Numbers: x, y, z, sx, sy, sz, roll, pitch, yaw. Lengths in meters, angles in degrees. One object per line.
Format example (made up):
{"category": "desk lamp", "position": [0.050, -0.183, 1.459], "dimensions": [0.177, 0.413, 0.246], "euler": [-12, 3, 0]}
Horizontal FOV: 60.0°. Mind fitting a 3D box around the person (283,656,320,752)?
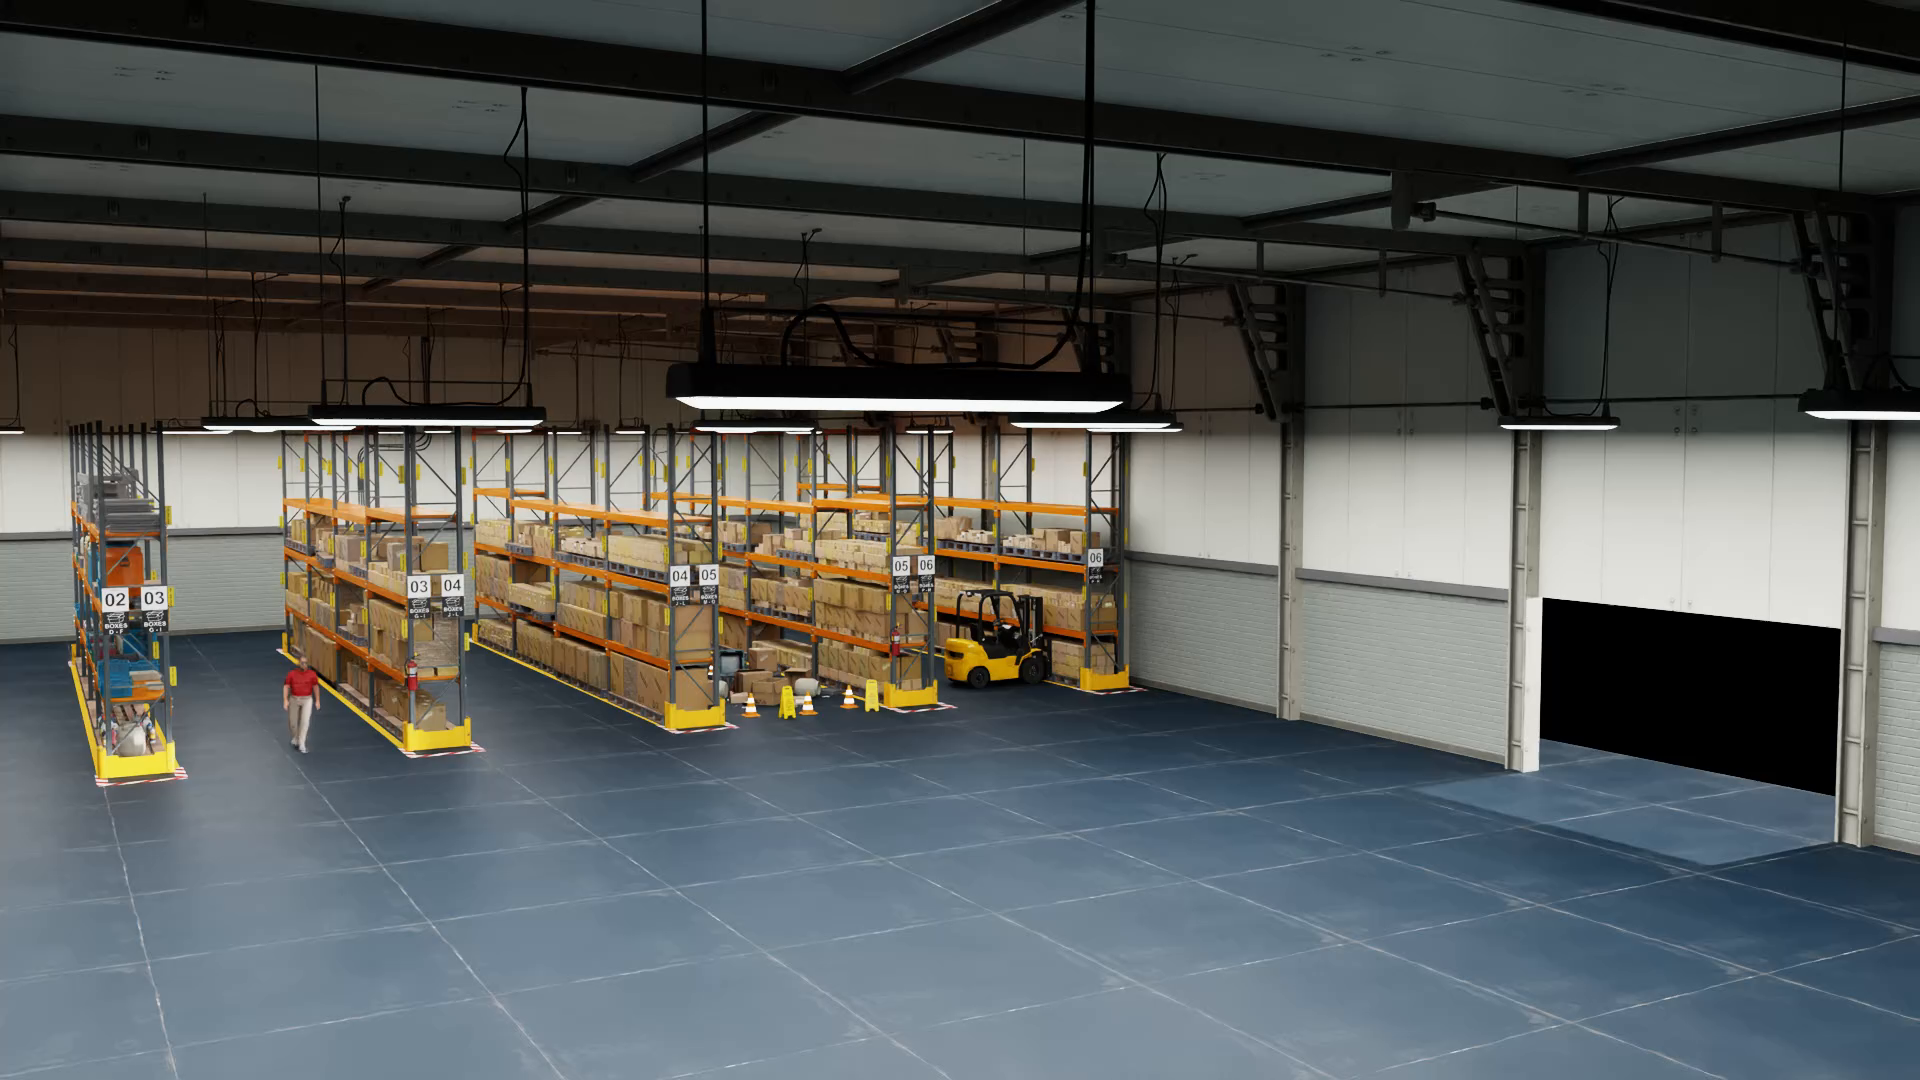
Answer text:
{"category": "person", "position": [-12.095, 2.992, 30.560], "dimensions": [0.634, 1.704, 0.858], "euler": [-2, 4, -24]}
